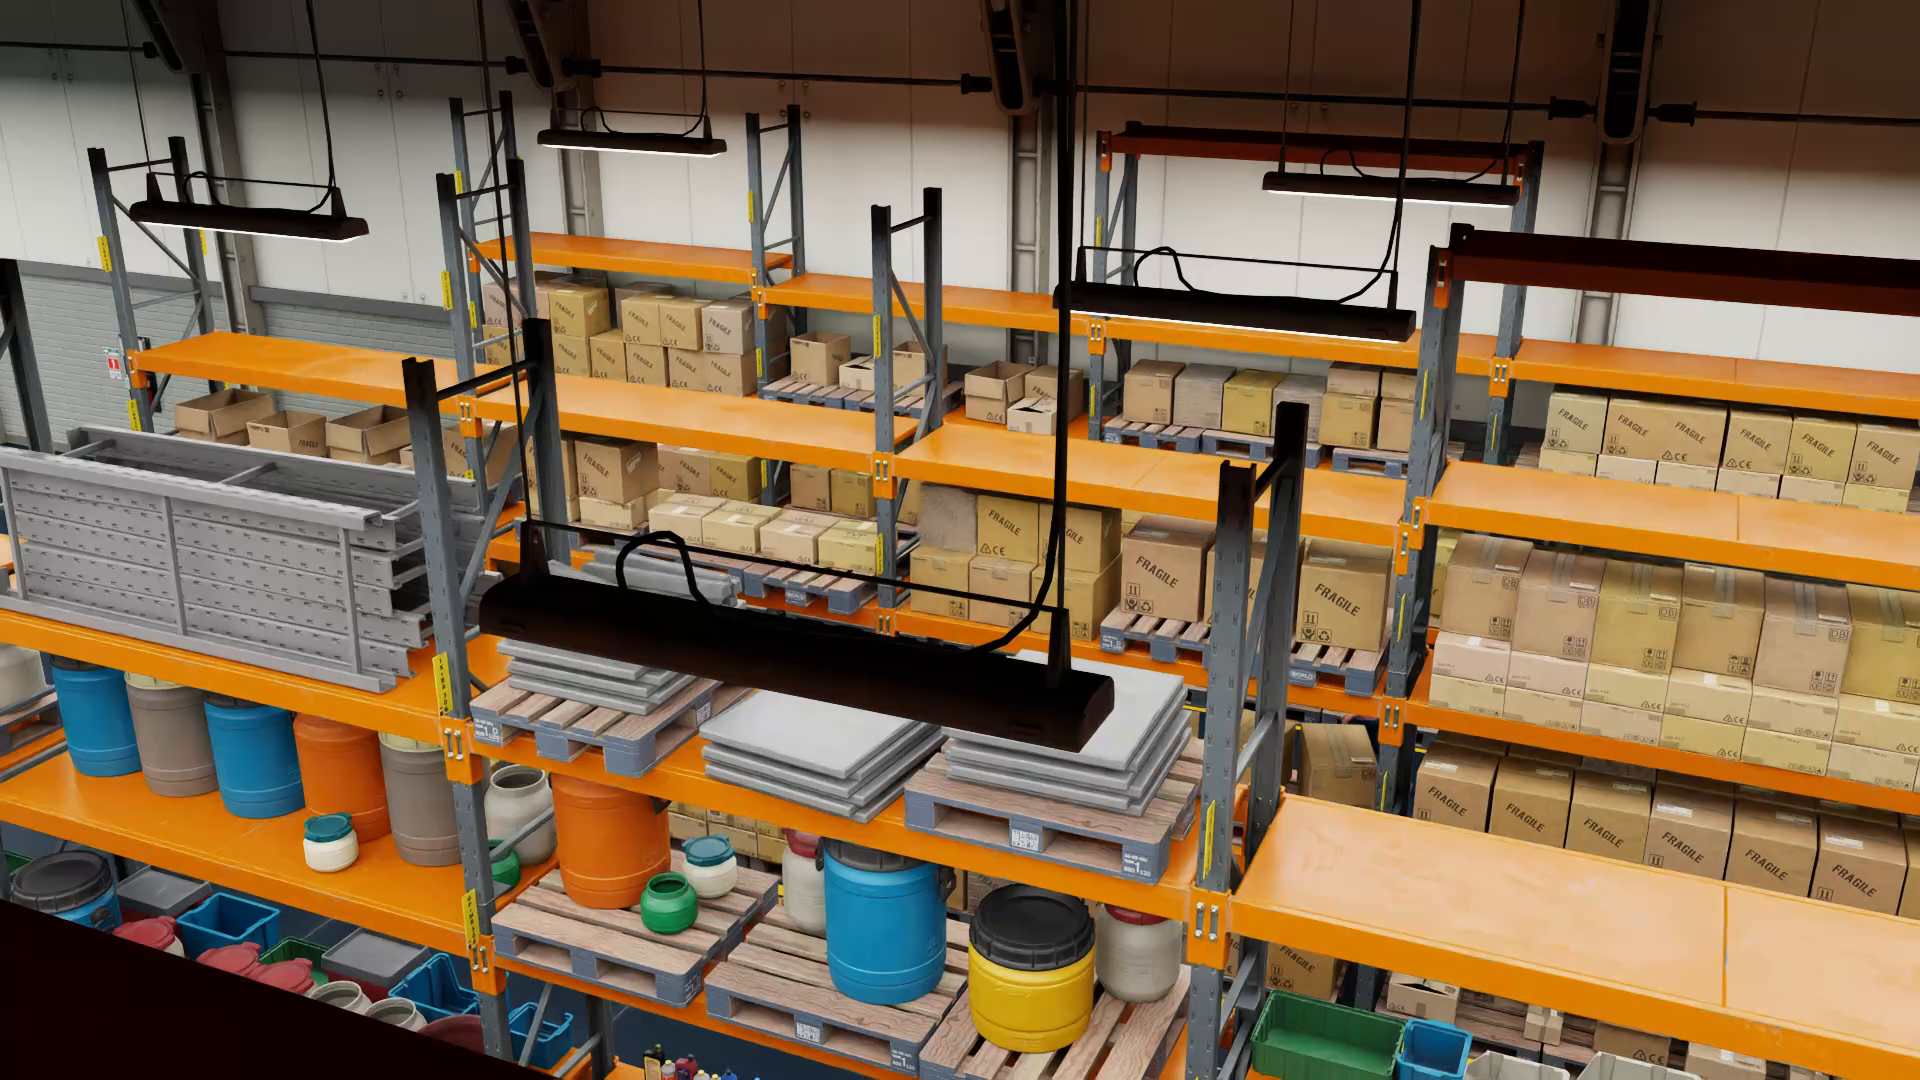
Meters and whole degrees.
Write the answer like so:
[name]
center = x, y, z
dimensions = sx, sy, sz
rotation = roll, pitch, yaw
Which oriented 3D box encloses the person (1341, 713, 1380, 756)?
[person]
center = 3.919, 1.652, 16.041
dimensions = 0.972, 1.536, 0.442
rotation = 6, 21, 17
